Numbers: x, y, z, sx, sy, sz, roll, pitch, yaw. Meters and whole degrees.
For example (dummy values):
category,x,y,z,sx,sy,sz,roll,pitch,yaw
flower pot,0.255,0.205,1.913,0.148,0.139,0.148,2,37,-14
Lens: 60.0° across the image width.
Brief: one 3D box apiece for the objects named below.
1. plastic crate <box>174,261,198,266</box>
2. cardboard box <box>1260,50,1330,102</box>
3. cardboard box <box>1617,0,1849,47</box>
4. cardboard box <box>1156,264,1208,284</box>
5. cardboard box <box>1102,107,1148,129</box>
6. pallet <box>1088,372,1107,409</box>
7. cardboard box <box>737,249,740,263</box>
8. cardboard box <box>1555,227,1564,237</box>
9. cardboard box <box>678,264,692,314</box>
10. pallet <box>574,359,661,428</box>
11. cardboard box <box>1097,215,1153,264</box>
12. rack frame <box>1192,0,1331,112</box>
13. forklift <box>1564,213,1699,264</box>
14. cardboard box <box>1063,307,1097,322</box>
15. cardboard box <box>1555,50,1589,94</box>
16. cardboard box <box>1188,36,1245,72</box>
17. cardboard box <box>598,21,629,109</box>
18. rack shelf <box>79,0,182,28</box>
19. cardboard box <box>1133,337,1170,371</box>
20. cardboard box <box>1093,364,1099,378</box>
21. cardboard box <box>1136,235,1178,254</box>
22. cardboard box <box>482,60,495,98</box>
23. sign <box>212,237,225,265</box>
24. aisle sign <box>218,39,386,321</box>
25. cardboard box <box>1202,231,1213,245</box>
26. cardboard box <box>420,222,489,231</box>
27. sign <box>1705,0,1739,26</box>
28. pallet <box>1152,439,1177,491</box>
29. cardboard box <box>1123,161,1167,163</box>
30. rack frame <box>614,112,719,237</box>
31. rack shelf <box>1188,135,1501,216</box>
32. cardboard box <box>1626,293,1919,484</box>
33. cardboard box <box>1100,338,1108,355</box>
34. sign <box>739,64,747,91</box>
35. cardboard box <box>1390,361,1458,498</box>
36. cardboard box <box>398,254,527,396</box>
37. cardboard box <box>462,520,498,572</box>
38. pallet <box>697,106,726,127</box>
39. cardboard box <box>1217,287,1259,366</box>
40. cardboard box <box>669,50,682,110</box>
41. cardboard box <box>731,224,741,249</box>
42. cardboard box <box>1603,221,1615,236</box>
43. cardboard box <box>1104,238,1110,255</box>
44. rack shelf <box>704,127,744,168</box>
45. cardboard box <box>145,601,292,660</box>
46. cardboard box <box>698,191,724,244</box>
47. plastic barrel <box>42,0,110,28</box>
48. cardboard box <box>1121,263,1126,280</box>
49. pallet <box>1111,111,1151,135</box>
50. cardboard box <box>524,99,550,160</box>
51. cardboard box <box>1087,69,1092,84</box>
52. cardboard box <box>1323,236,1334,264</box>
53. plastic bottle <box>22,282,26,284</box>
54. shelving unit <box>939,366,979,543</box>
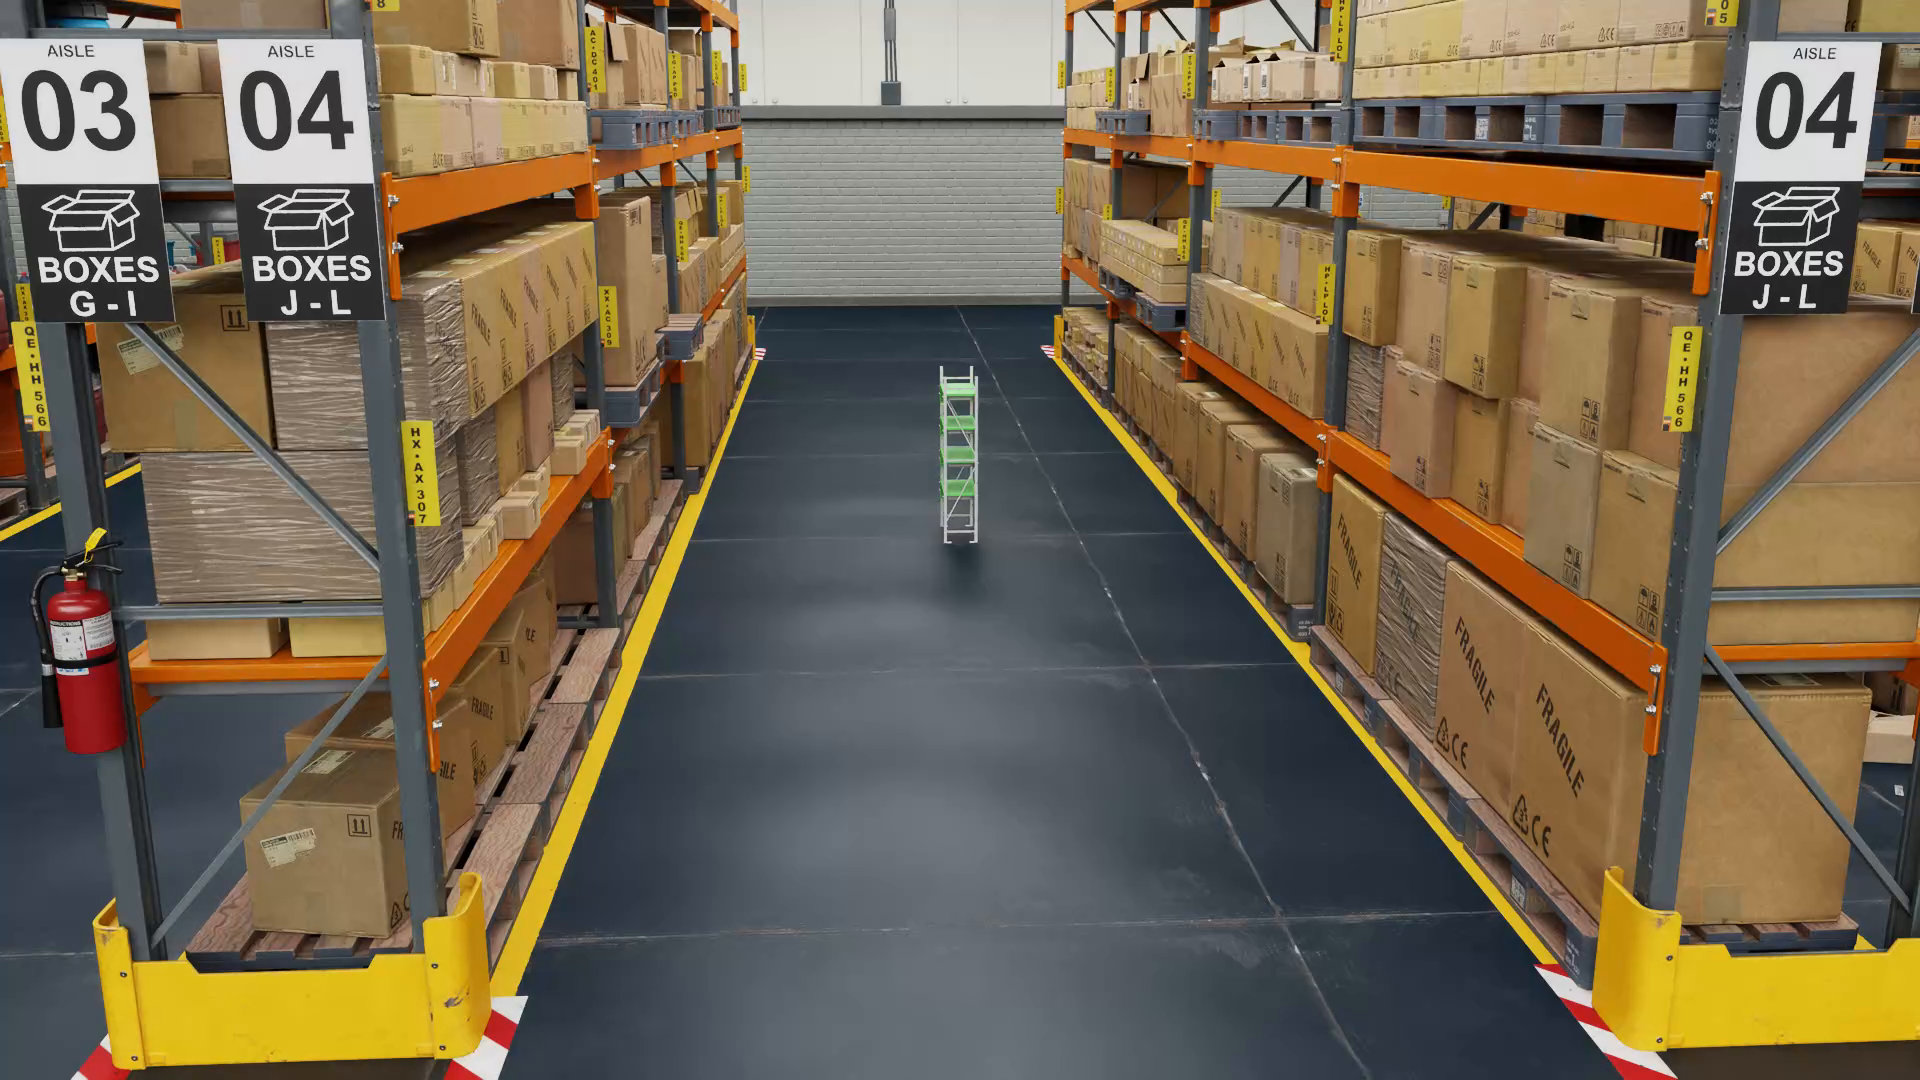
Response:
category,x,y,z,sx,sy,sz,roll,pitch,yaw
plastic crate,-8.206,-2.851,17.520,0.437,0.125,0.590,-1,14,-3
cardboard box,2.199,-2.913,10.445,0.500,0.311,0.500,-1,14,-5
cardboard box,2.465,-1.718,5.325,0.500,0.250,0.500,-1,14,-3
cardboard box,1.794,-2.156,13.450,0.380,0.149,0.250,-1,14,-2
cardboard box,1.731,-4.307,17.028,0.500,0.250,0.500,-1,14,-2
pallet,1.954,-1.625,17.919,1.003,0.211,1.213,-1,14,-3
cardboard box,-2.758,-3.293,19.311,0.380,0.149,0.250,-1,14,-5
cardboard box,6.682,-3.070,17.740,0.500,0.500,0.500,-1,14,-3
cardboard box,-2.436,-1.936,13.332,0.500,0.500,0.500,0,14,-2
pallet,-2.332,-0.868,9.763,1.003,0.211,1.213,-1,14,-3
cardboard box,1.719,-3.118,17.326,0.500,0.500,0.500,-1,14,-3
rack frame,2.279,-4.720,12.311,1.000,3.000,0.127,-1,14,-3
forklift,4.726,-1.321,11.277,1.130,2.935,3.031,-1,14,-3
cardboard box,1.477,-2.779,20.493,0.380,0.149,0.250,-2,15,-6
cardboard box,2.369,-1.674,5.955,0.380,0.149,0.250,-1,14,-3
cardboard box,1.995,-3.783,12.952,0.396,0.266,0.258,-1,14,-3
cardboard box,-2.419,-2.827,9.924,0.797,0.503,0.637,0,14,-1
rack shelf,-7.745,-4.547,13.886,1.077,0.370,4.000,-1,14,-3
cardboard box,1.876,-1.718,15.352,0.500,0.250,0.500,0,14,-1
cardboard box,1.653,-1.855,18.094,0.380,0.149,0.250,-1,14,-5
cardboard box,1.732,-2.553,14.397,0.380,0.149,0.250,-1,14,-3
cardboard box,-2.106,-1.869,6.751,0.380,0.149,0.250,-1,14,-5
sign,-7.320,-2.823,16.424,0.100,0.325,0.005,-1,14,-3
aisle sign,-1.879,-1.021,4.760,0.394,0.787,0.004,-1,14,-3
cardboard box,2.349,-2.691,14.933,0.380,0.149,0.250,-1,14,-4
cardboard box,-2.656,-1.329,8.367,0.500,0.500,0.500,-1,14,-3
sign,2.232,-1.663,4.832,0.100,0.325,0.005,-1,14,-3
pallet,2.232,-0.658,14.161,1.003,0.211,1.213,-1,14,-3
cardboard box,2.133,-4.115,19.198,0.500,0.500,0.500,0,14,-1
rack frame,-2.925,-2.758,16.725,1.000,3.000,0.127,-1,14,-3
rack shelf,2.403,-2.421,10.841,1.077,0.370,4.000,-1,14,-3
cardboard box,2.790,-0.513,5.533,0.875,0.550,0.550,-1,14,-3
cardboard box,1.694,-2.067,17.726,0.380,0.149,0.250,-1,14,-3
sign,-2.631,-5.601,20.136,0.100,0.325,0.005,-1,14,-3
cardboard box,2.534,-0.528,7.758,0.875,0.550,0.550,-1,14,-3
cardboard box,-2.000,-0.840,6.466,0.500,0.500,0.500,-1,14,-3
cardboard box,-2.003,0.025,6.414,0.380,0.149,0.250,-1,14,-3
pallet,-2.966,-4.371,17.153,1.003,0.211,1.213,-1,14,-3
cardboard box,2.103,-1.495,11.617,0.500,0.500,0.500,-1,14,-3
cardboard box,-2.826,-3.977,14.393,0.797,0.503,0.637,-1,14,-4
cardboard box,-2.848,-3.581,19.630,0.500,0.250,0.500,-1,14,-4
cardboard box,6.706,-3.329,16.740,0.500,0.500,0.500,-1,14,-3
cardboard box,1.615,-2.865,16.208,0.380,0.149,0.250,-1,14,-5
rack shelf,-3.049,-4.359,18.374,1.077,0.370,4.000,-1,14,-3
cardboard box,-2.406,0.281,5.420,0.380,0.149,0.250,-1,14,-3
cardboard box,-2.700,-3.315,17.091,0.500,0.500,0.500,-1,14,-3
plastic barrel,-7.611,-4.158,14.298,0.600,0.901,0.708,-1,14,-3
cardboard box,1.683,-2.461,15.233,0.380,0.149,0.250,-1,14,-4
pallet,2.030,-3.758,14.969,1.213,0.211,1.003,-1,14,-3
cardboard box,-2.082,-1.782,7.214,0.500,0.250,0.500,-1,14,-4
cardboard box,1.597,-5.082,18.236,0.380,0.149,0.250,-1,14,-4
cardboard box,2.490,-1.476,9.534,0.700,0.500,0.500,-1,14,-4
plastic bottle,-8.010,-2.056,14.233,0.061,0.283,0.133,-1,14,-3
shelving unit,-0.010,-0.622,12.037,0.258,1.200,0.503,-1,14,-3
